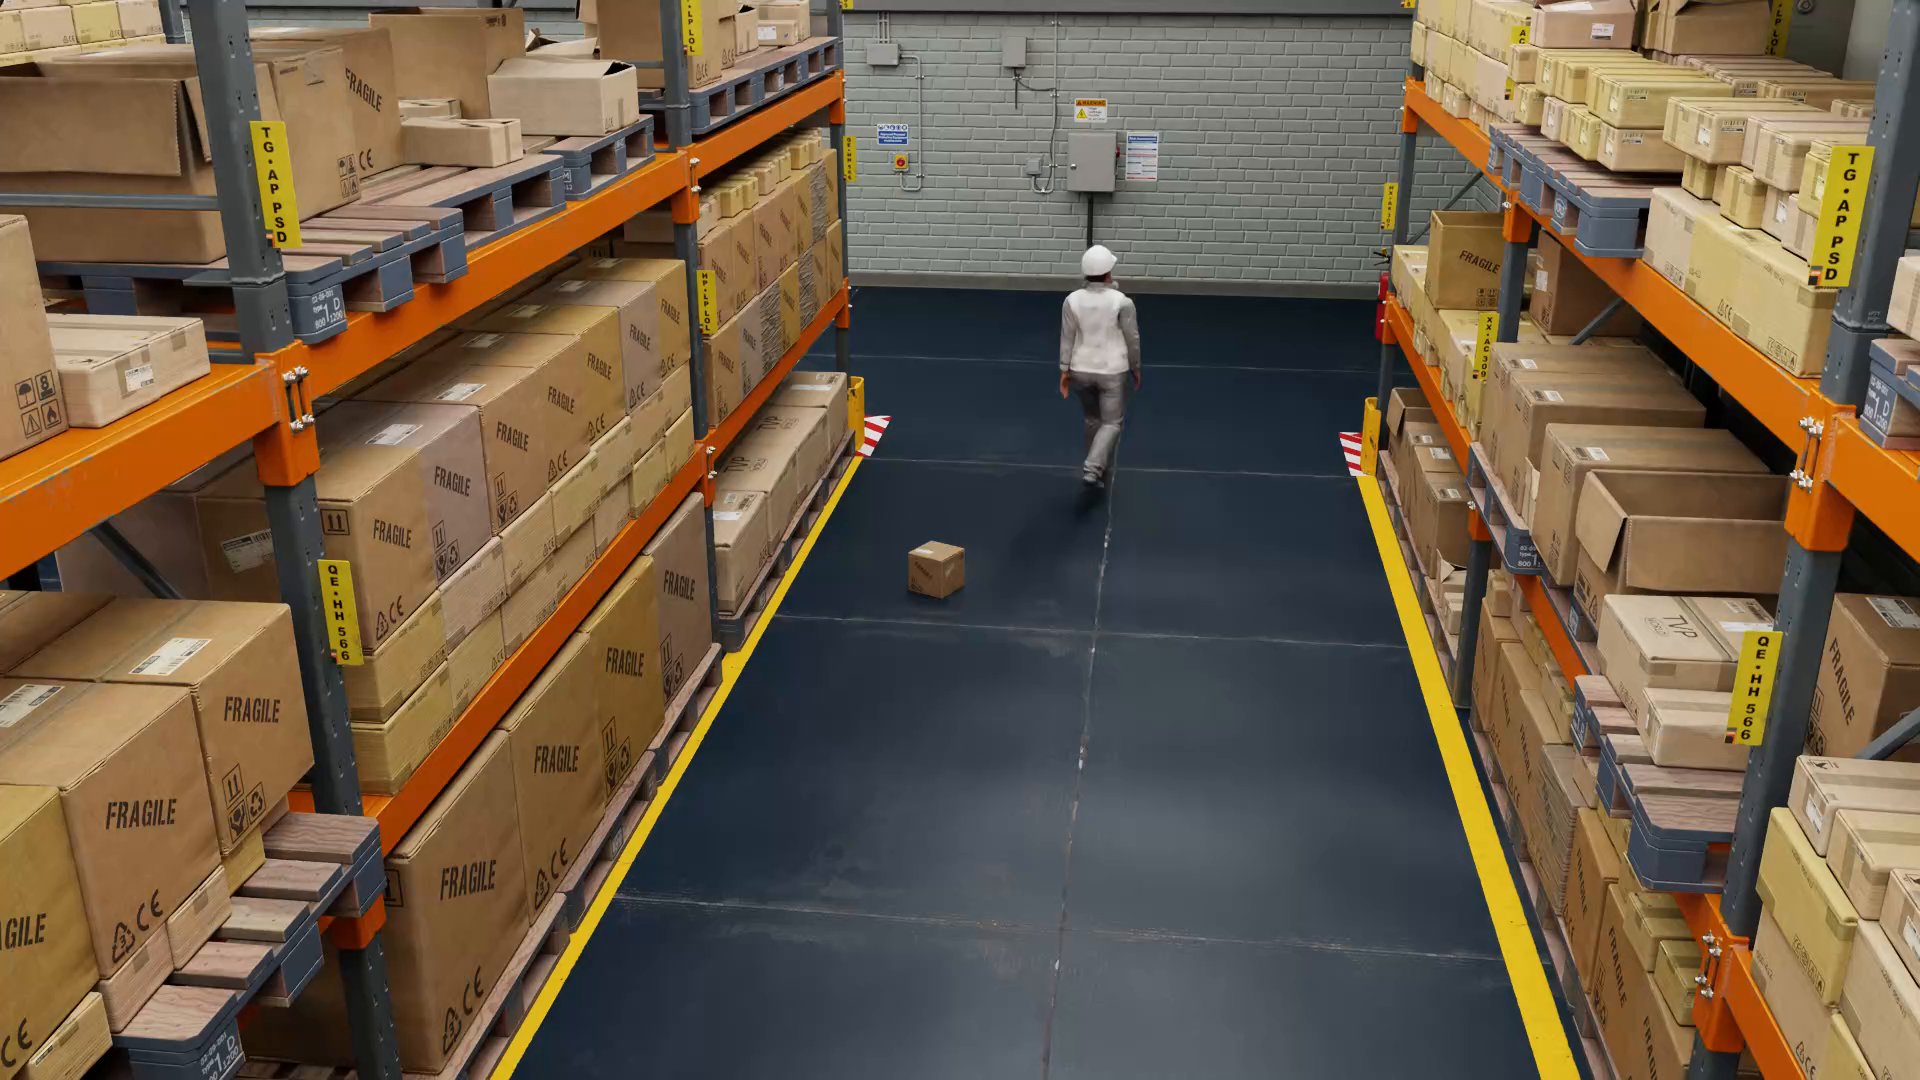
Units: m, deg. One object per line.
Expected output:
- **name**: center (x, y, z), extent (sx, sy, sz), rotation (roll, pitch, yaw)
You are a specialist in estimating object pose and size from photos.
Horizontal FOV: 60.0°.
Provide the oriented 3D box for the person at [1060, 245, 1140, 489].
- **person**: center (0.985, -1.202, 11.665), extent (0.550, 1.741, 0.919), rotation (8, 22, 20)
